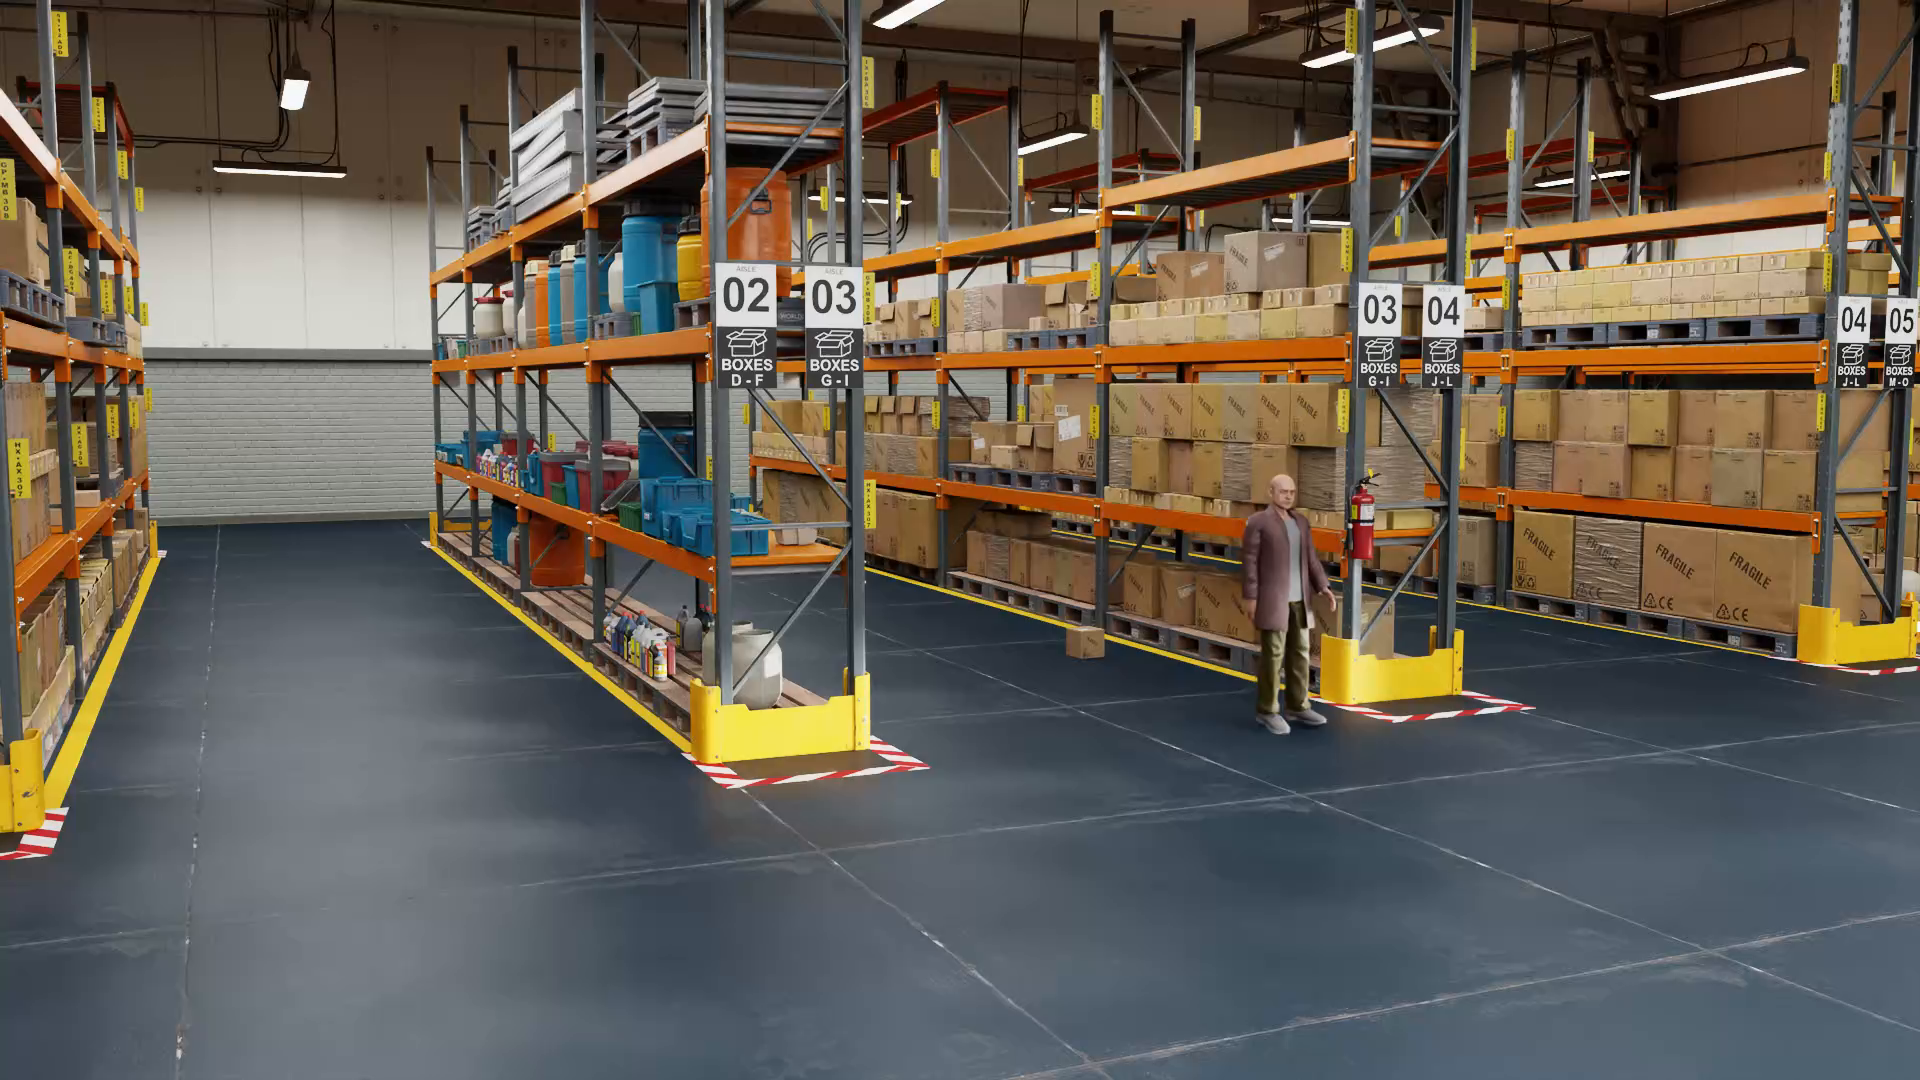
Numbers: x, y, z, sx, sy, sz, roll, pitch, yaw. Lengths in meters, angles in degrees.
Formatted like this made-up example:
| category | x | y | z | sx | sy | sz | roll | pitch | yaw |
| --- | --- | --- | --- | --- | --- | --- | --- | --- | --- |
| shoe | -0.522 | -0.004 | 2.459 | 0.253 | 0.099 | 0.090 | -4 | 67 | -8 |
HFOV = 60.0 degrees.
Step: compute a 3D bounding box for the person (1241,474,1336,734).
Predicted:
| category | x | y | z | sx | sy | sz | roll | pitch | yaw |
| --- | --- | --- | --- | --- | --- | --- | --- | --- | --- |
| person | 2.342 | 0.440 | 11.811 | 0.591 | 1.806 | 0.490 | -3 | 6 | -29 |
